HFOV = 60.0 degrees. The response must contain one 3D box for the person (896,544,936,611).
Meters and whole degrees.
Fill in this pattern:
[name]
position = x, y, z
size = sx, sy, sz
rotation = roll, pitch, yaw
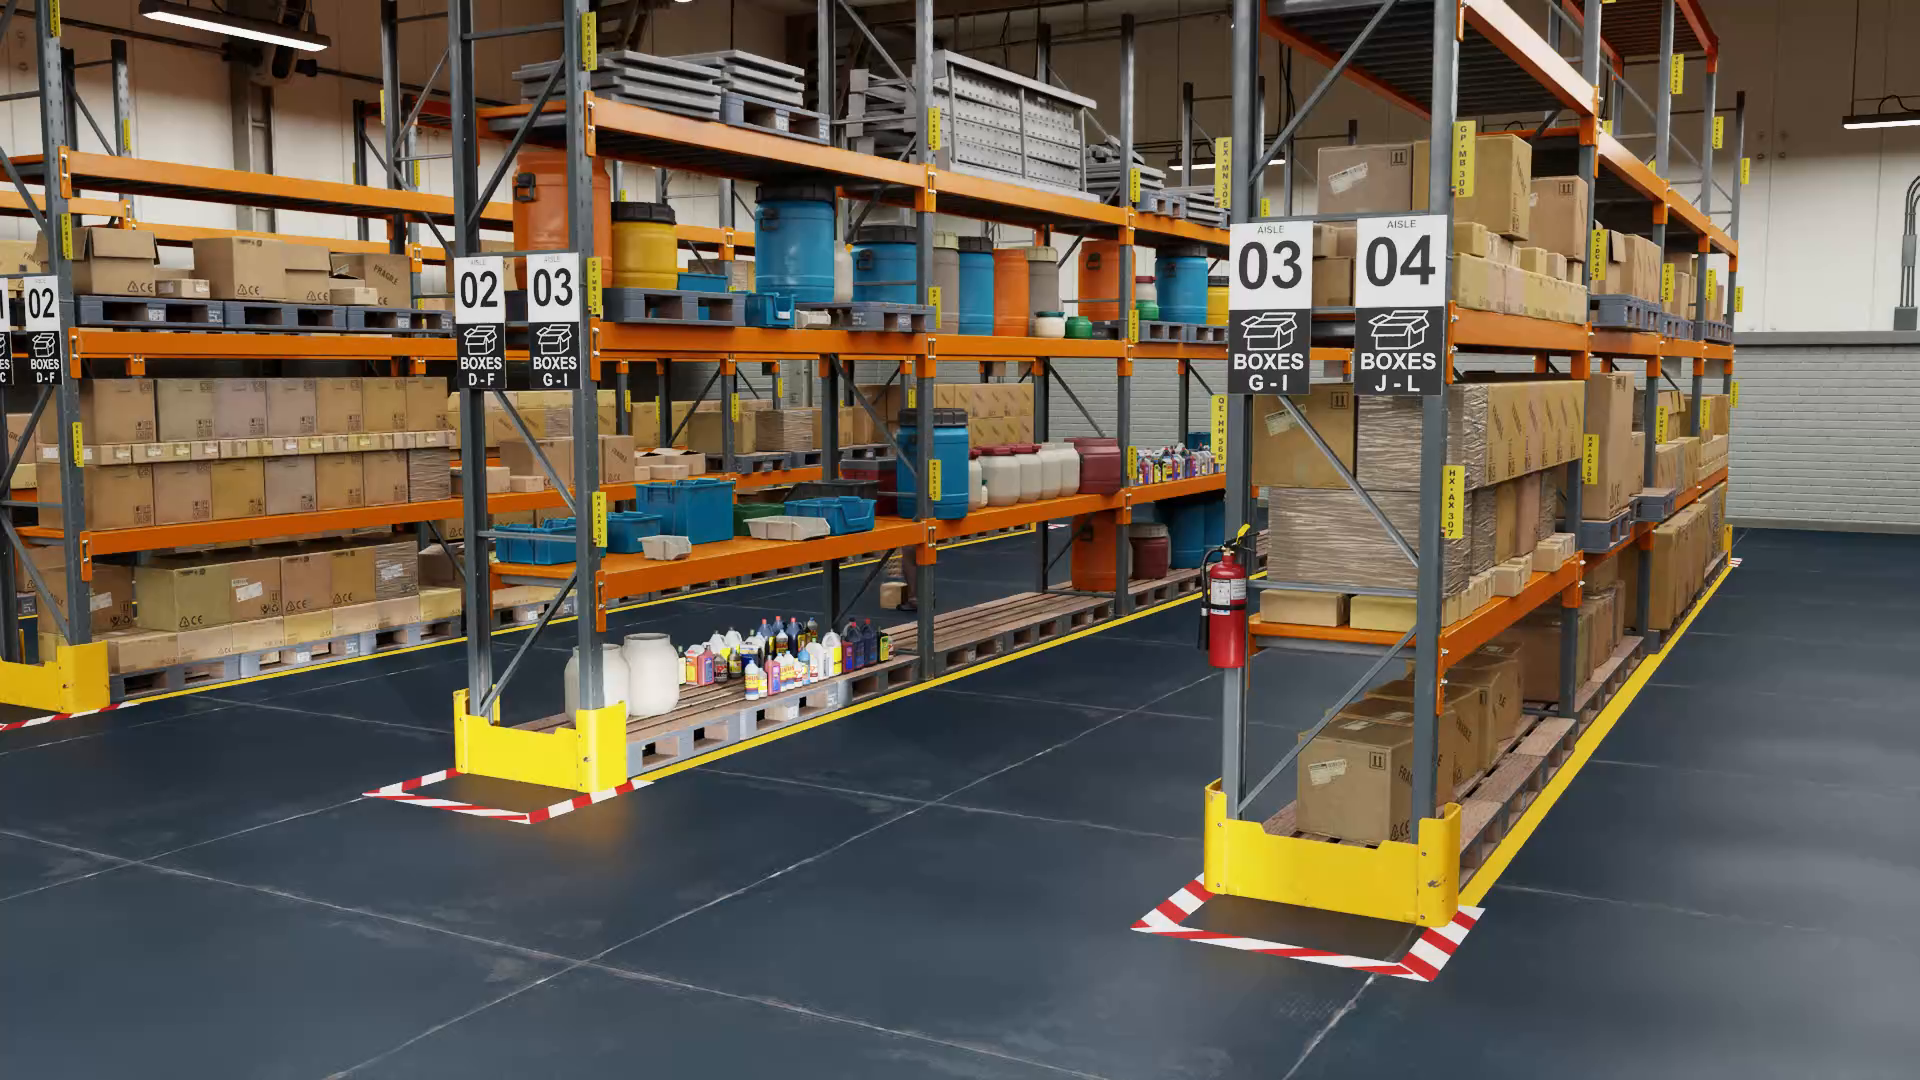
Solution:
[person]
position = -0.422, -0.123, 17.445
size = 0.420, 1.719, 0.579
rotation = 3, 7, 26
